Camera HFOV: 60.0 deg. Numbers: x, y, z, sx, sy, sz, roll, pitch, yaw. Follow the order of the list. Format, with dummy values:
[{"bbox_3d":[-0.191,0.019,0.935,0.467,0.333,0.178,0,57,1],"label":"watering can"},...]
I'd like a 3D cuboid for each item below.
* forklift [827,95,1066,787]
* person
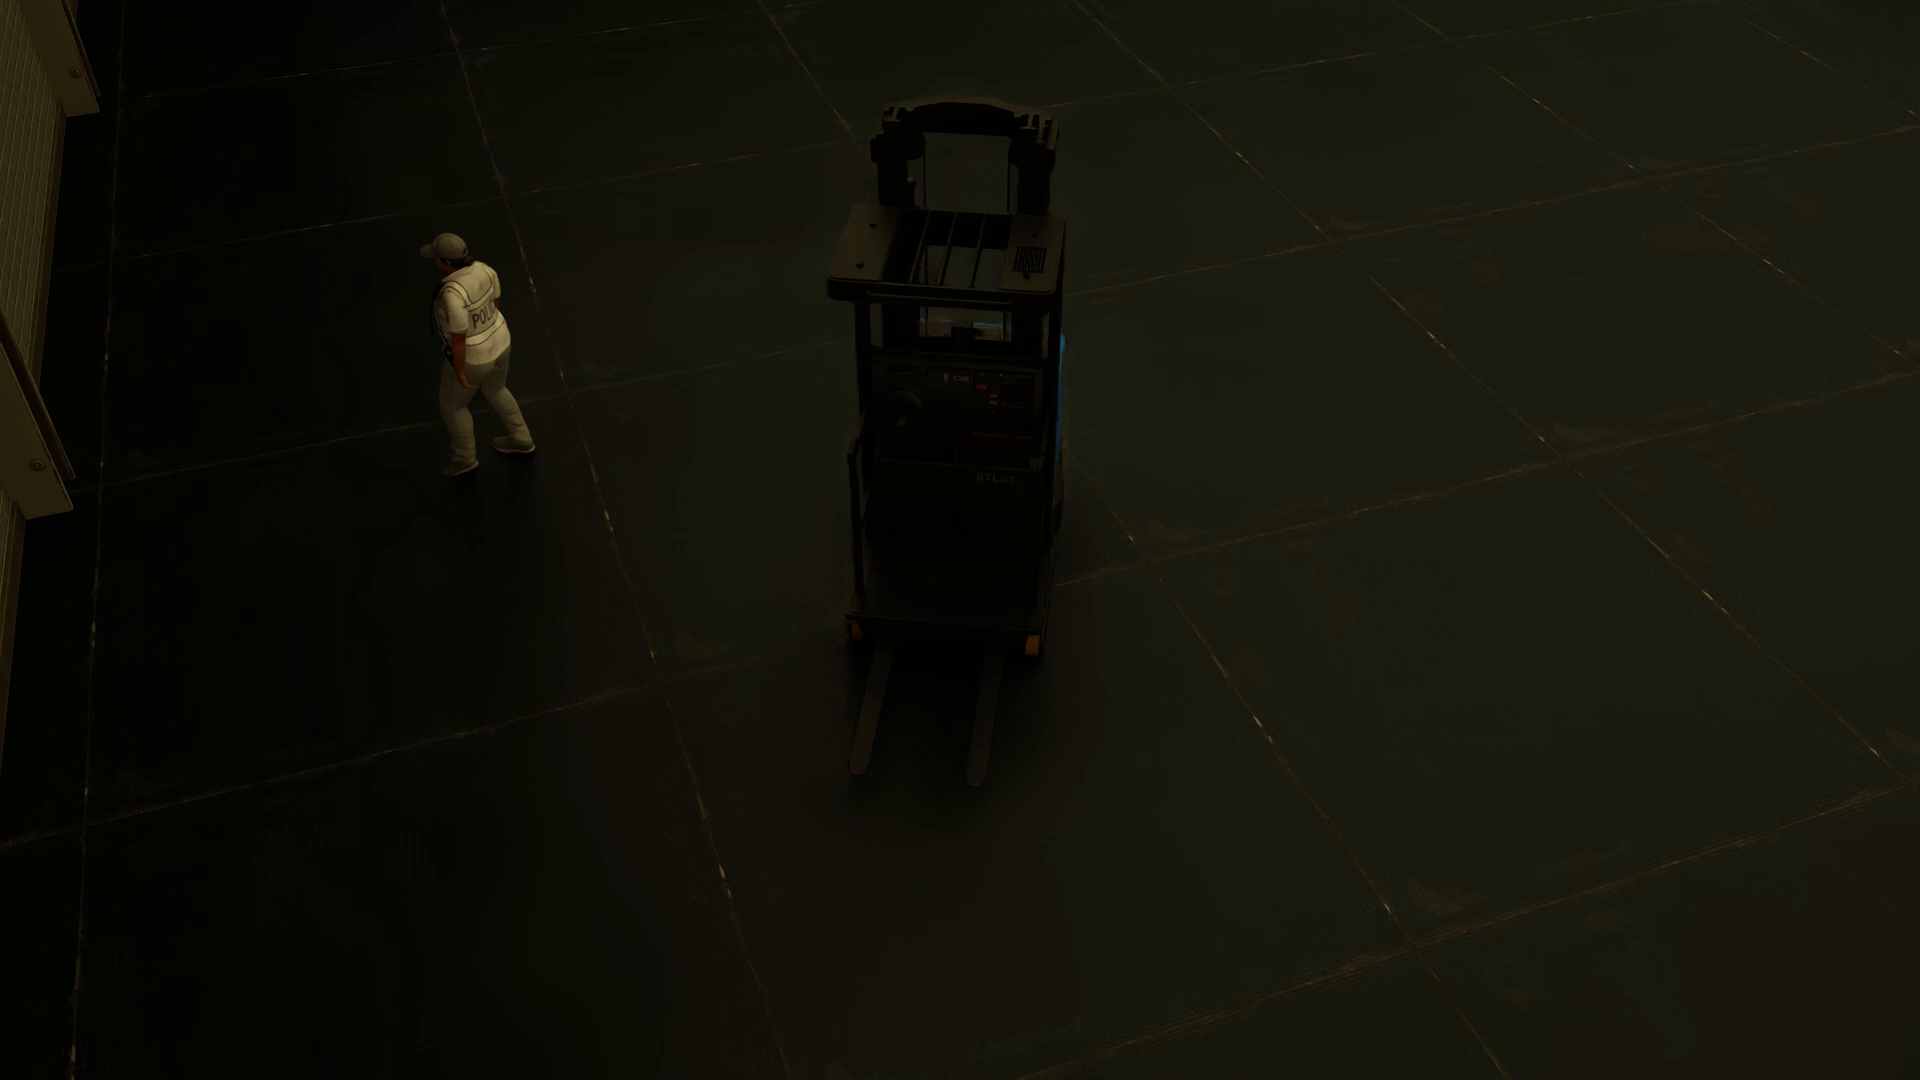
[{"bbox_3d":[-0.043,-0.695,8.824,1.130,2.935,3.031,5,40,5],"label":"forklift"},{"bbox_3d":[-3.088,-1.170,10.431,0.520,1.707,0.577,12,41,14],"label":"person"}]
